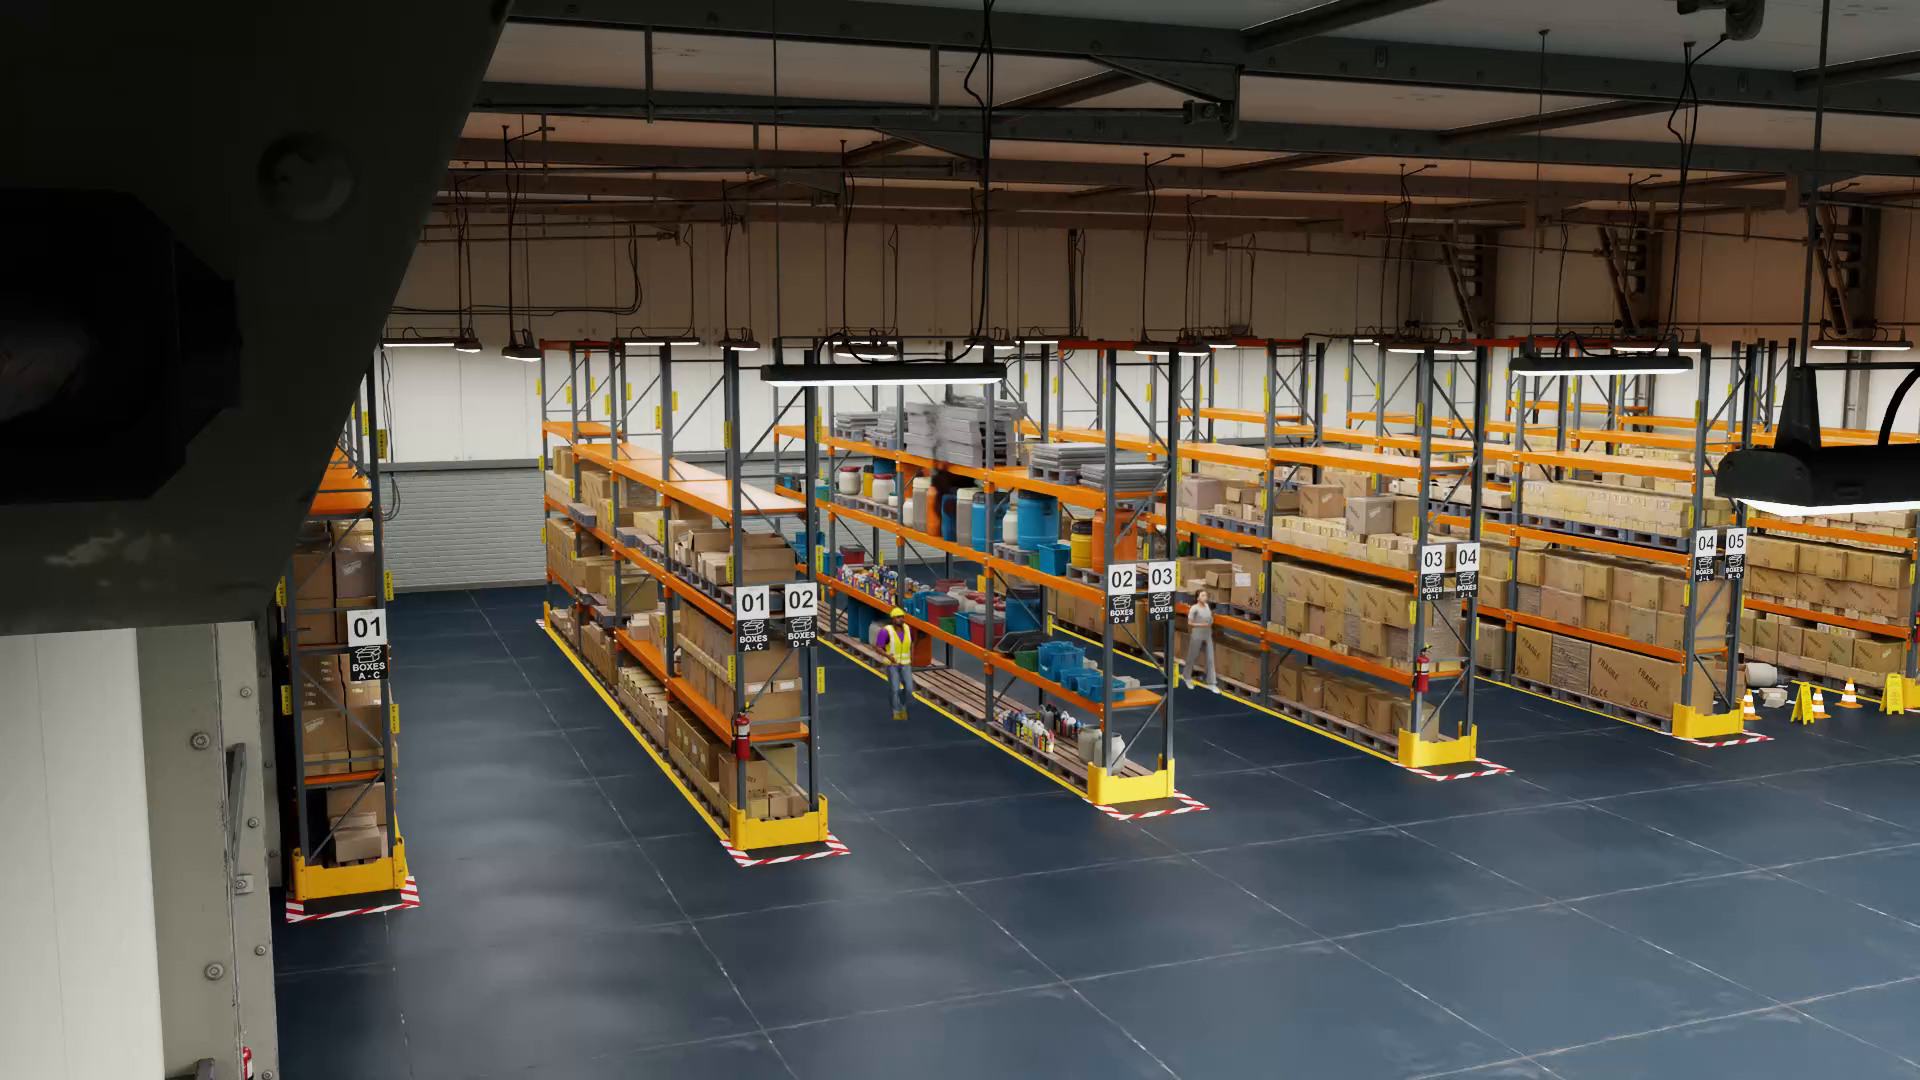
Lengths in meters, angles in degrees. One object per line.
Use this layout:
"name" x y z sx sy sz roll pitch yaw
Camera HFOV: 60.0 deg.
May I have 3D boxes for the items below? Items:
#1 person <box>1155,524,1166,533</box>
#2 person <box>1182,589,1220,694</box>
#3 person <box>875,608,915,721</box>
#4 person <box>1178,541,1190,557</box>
"person" 4.888 0.127 41.349 0.537 1.700 0.716 -4 9 -30
"person" 3.970 1.645 27.337 0.565 1.707 0.884 -4 8 -29
"person" -0.934 1.910 25.261 0.698 1.772 0.579 -3 8 -23
"person" 5.800 -0.001 41.996 0.767 1.834 0.637 -4 8 -26
